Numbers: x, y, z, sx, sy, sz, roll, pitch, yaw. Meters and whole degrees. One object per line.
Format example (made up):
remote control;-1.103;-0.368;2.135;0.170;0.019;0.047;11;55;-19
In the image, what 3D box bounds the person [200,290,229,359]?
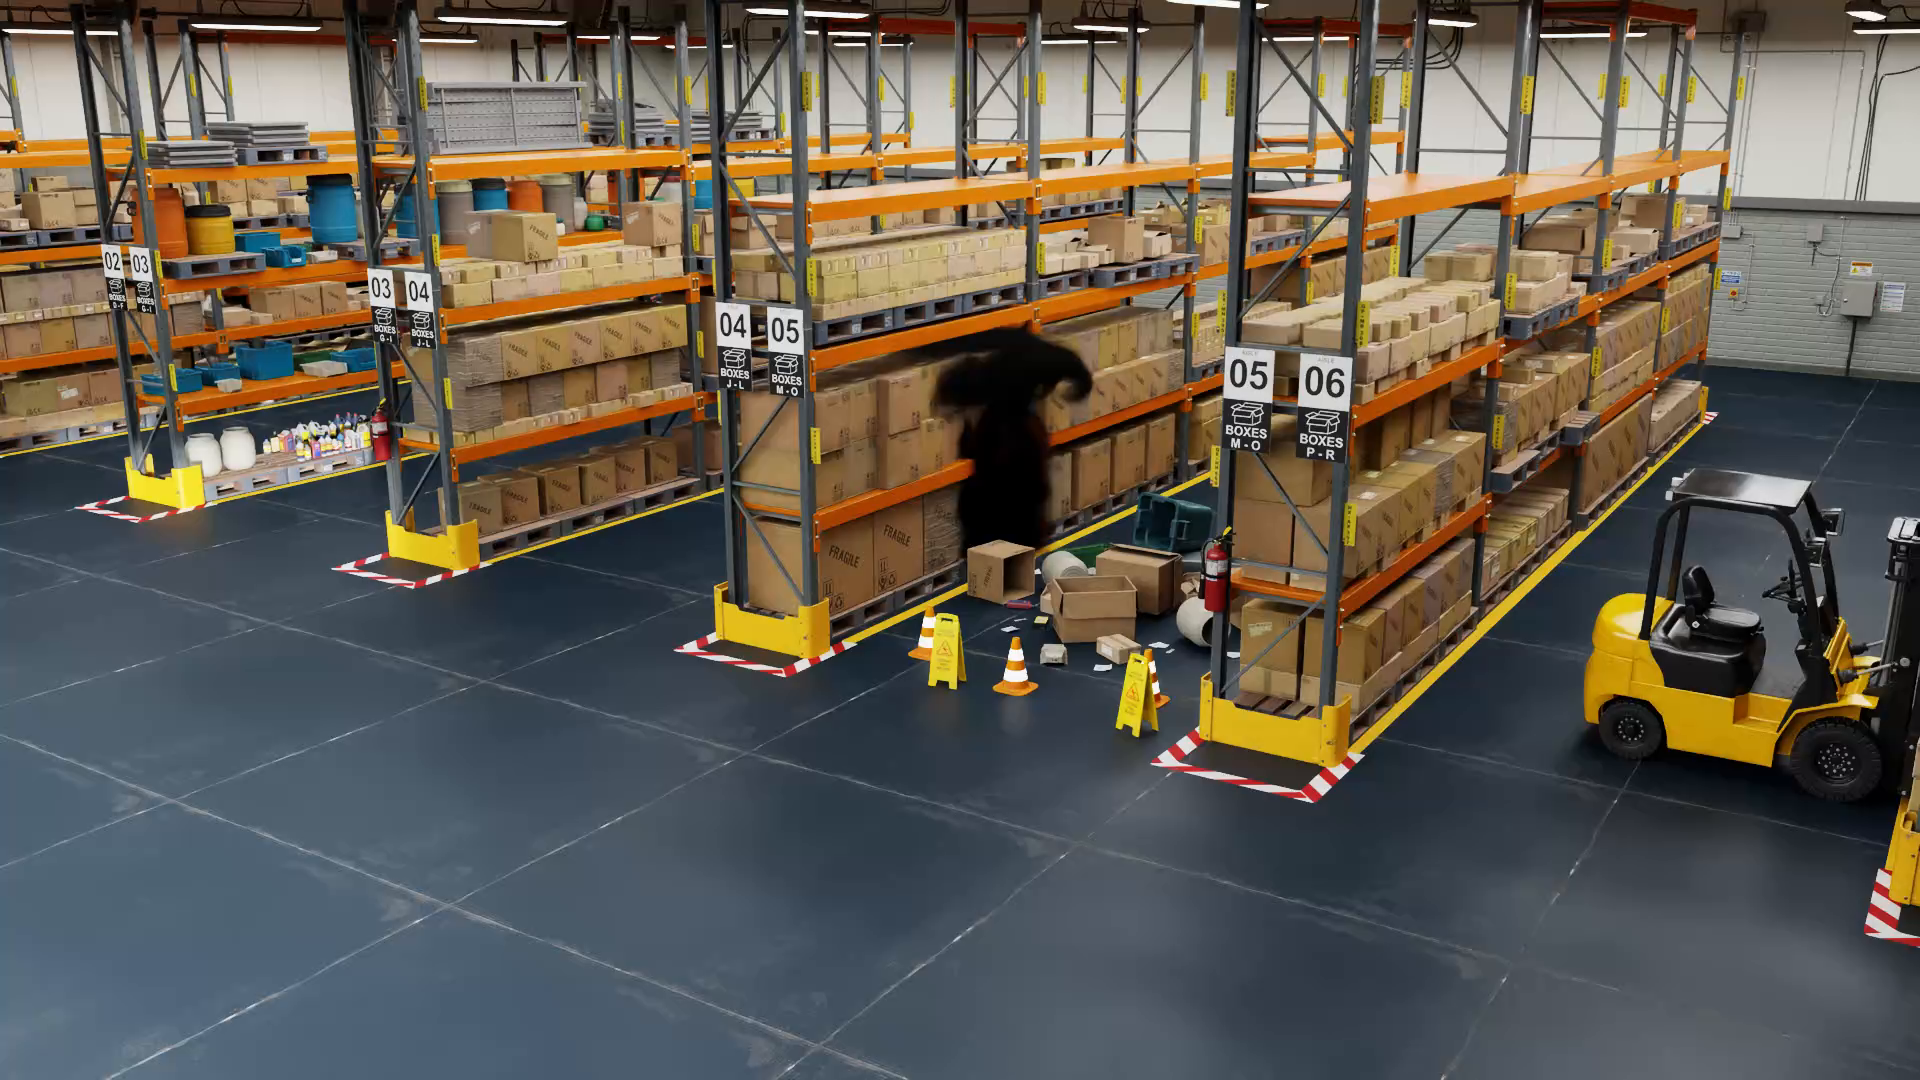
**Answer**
person;-13.059;-3.599;28.822;0.644;1.843;0.878;6;17;20
